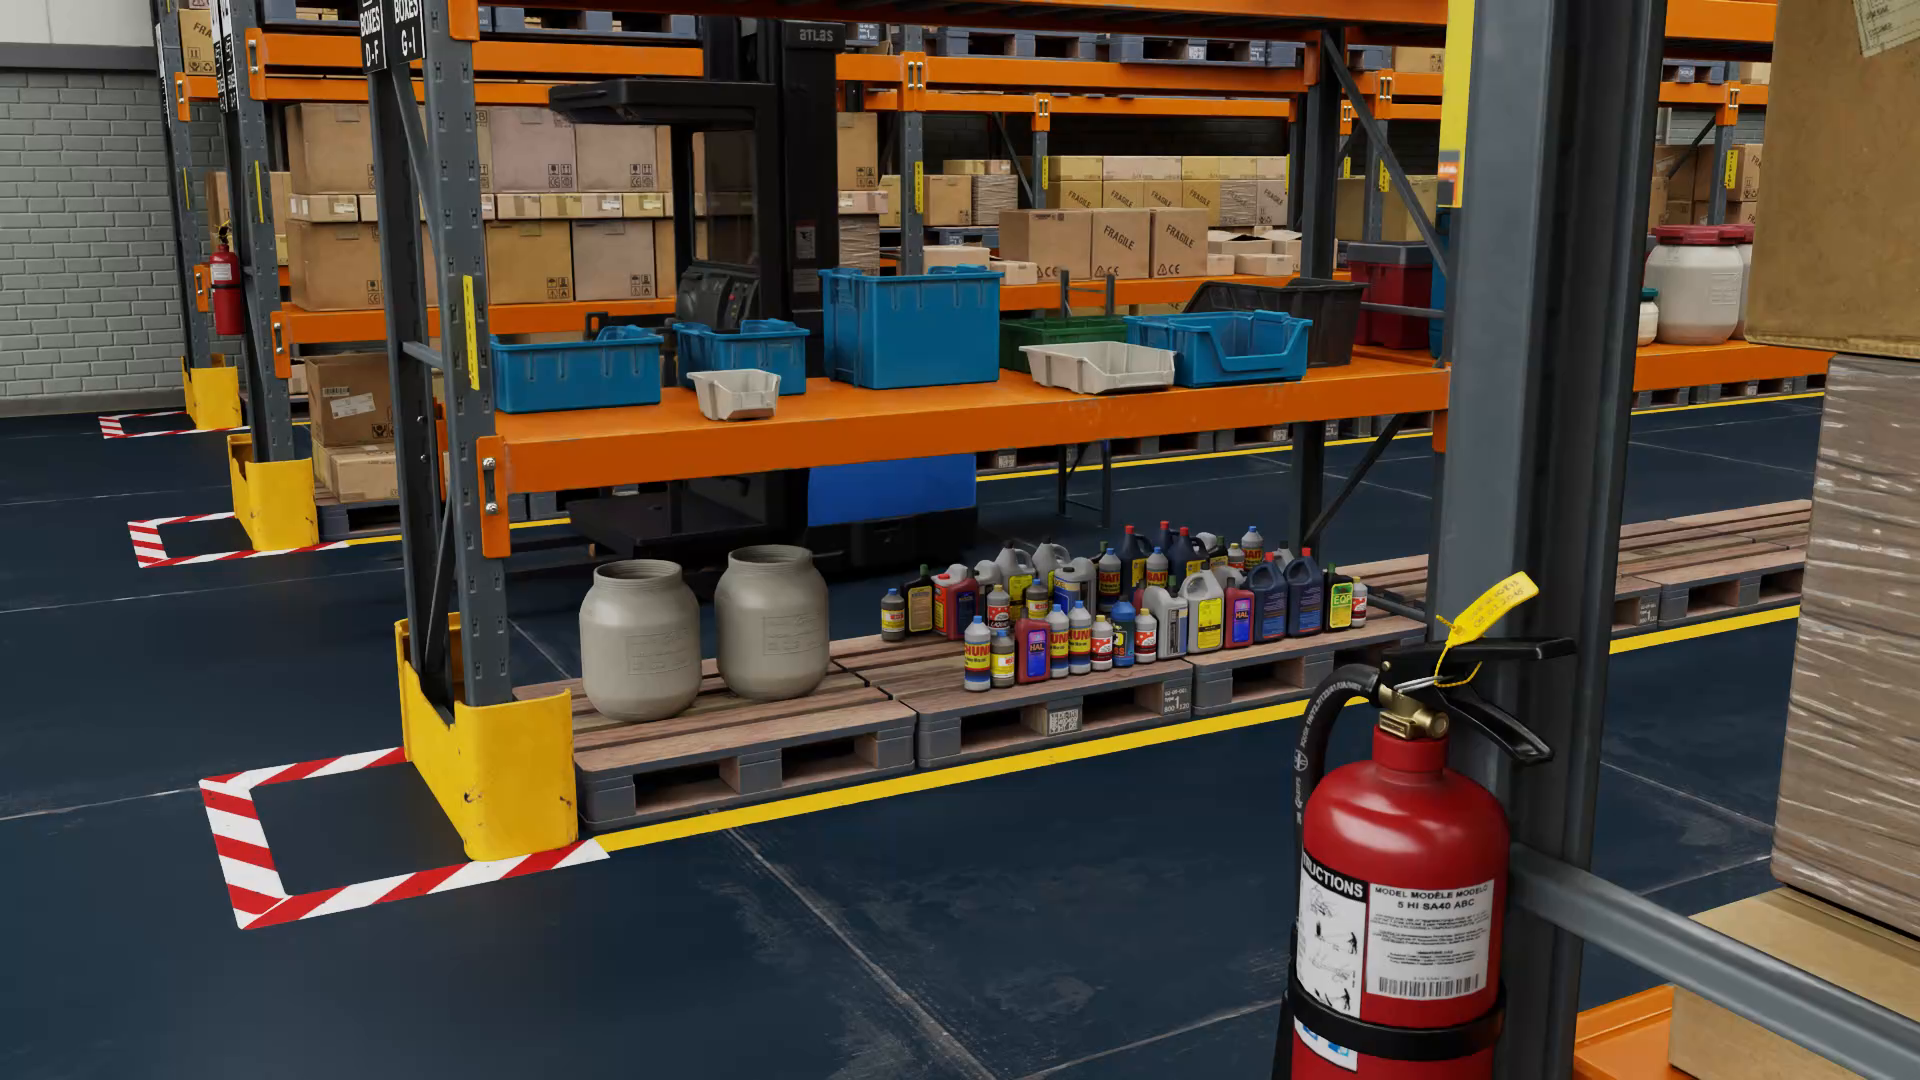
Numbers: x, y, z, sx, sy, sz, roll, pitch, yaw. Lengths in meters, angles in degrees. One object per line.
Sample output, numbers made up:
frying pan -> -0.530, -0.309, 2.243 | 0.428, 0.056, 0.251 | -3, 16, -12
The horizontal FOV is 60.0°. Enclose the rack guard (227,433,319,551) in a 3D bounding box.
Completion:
rack guard -> -4.067, -0.305, 9.826 | 0.348, 0.500, 1.175 | -7, 14, -28

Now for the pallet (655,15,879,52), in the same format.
pallet -> -1.271, -3.273, 10.692 | 1.213, 0.211, 1.003 | -7, 14, -28

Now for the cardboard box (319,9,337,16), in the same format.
cardboard box -> -5.059, -4.584, 13.763 | 0.500, 0.500, 0.500 | -6, 14, -26

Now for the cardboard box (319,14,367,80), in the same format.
cardboard box -> -5.067, -4.095, 13.869 | 0.500, 0.500, 0.500 | -6, 14, -25

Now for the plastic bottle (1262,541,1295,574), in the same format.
plastic bottle -> 1.339, 0.180, 7.007 | 0.185, 0.351, 0.144 | -7, 14, -28

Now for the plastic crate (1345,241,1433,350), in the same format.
plastic crate -> 2.113, -1.134, 7.670 | 0.583, 0.464, 0.402 | -7, 14, -28

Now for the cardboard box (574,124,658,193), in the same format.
cardboard box -> -2.243, -2.423, 10.362 | 0.500, 0.500, 0.700 | -7, 14, -28

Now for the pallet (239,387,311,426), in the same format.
pallet -> -5.626, -1.207, 14.494 | 1.213, 0.211, 1.003 | -7, 14, -28

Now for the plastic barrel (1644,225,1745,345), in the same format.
plastic barrel -> 3.424, -1.195, 7.776 | 0.433, 0.535, 0.433 | 0, 13, 0

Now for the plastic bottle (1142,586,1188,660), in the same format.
plastic bottle -> 0.811, 0.315, 6.579 | 0.135, 0.276, 0.152 | -7, 14, -27

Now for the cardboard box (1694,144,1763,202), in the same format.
cardboard box -> 7.035, -3.321, 15.031 | 0.500, 0.500, 0.500 | -6, 14, -26

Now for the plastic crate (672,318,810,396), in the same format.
plastic crate -> -0.807, -0.677, 6.124 | 0.408, 0.251, 0.499 | -7, 14, -28

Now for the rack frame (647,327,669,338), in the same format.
rack frame -> -2.912, -2.902, 15.673 | 0.127, 3.000, 1.000 | -7, 14, -28

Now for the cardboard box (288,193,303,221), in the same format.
cardboard box -> -3.802, -1.969, 9.822 | 0.250, 0.149, 0.380 | -7, 15, -29

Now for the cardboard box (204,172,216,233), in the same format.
cardboard box -> -6.111, -2.874, 14.137 | 0.500, 0.500, 0.500 | -7, 14, -28

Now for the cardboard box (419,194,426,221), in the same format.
cardboard box -> -3.148, -1.946, 9.720 | 0.250, 0.149, 0.380 | -7, 14, -28

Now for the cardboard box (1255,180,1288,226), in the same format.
cardboard box -> 3.383, -3.795, 18.688 | 0.500, 0.500, 0.500 | -7, 14, -27

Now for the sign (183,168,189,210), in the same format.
sign -> -6.163, -2.799, 13.243 | 0.005, 0.325, 0.100 | -7, 14, -28

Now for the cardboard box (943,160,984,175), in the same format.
cardboard box -> 0.035, -3.824, 17.062 | 0.250, 0.149, 0.380 | -10, 16, -37

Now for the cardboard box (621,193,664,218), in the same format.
cardboard box -> -2.018, -2.081, 10.321 | 0.250, 0.149, 0.380 | -6, 14, -26

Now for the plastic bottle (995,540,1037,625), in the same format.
plastic bottle -> 0.226, 0.174, 7.036 | 0.185, 0.351, 0.144 | -6, 14, -26

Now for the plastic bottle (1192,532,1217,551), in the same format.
plastic bottle -> 1.075, 0.110, 7.492 | 0.135, 0.276, 0.152 | -6, 14, -26

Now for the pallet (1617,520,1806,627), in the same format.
pallet -> 3.578, 0.148, 8.470 | 1.213, 0.211, 1.003 | -7, 14, -28

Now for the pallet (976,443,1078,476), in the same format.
pallet -> 0.093, -0.672, 12.116 | 1.213, 0.211, 1.003 | -7, 14, -28

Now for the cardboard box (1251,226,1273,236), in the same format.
cardboard box -> 3.286, -3.452, 18.643 | 0.250, 0.149, 0.380 | -7, 14, -28

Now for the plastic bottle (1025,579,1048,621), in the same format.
plastic bottle -> 0.322, 0.265, 6.969 | 0.097, 0.201, 0.097 | 0, 13, 0

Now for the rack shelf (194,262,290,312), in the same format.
rack shelf -> -4.667, -2.341, 14.817 | 4.000, 0.370, 1.077 | -7, 14, -28

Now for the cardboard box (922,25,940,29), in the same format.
cardboard box -> 0.010, -3.606, 11.353 | 0.500, 0.250, 0.500 | -5, 14, -22

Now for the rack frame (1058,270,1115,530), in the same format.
rack frame -> 0.748, -0.838, 9.918 | 0.032, 1.500, 0.500 | -8, 15, -31

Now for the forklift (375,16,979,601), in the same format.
forklift -> -1.424, -1.238, 8.436 | 3.031, 2.935, 1.130 | -8, 15, -31

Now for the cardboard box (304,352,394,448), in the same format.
cardboard box -> -3.718, -0.870, 10.241 | 0.500, 0.500, 0.500 | -7, 14, -28

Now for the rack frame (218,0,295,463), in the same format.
rack frame -> -4.046, -1.527, 9.562 | 0.127, 3.000, 1.000 | -7, 14, -28

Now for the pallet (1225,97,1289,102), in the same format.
pallet -> 3.329, -5.008, 18.633 | 1.217, 0.209, 0.805 | -8, 15, -30

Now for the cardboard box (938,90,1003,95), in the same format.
cardboard box -> 0.096, -4.625, 16.653 | 0.500, 0.311, 0.500 | -7, 14, -28

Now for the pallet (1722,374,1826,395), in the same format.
pallet -> 8.162, -1.630, 16.373 | 1.213, 0.211, 1.003 | -7, 14, -28

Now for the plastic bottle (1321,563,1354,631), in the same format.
plastic bottle -> 1.571, 0.232, 6.931 | 0.133, 0.283, 0.061 | -6, 14, -25

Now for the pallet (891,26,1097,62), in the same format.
pallet -> 0.233, -3.413, 11.547 | 1.217, 0.209, 0.805 | -8, 15, -30

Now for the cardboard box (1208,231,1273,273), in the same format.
cardboard box -> 2.098, -2.268, 13.060 | 0.500, 0.311, 0.500 | -7, 14, -29

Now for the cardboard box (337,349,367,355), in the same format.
cardboard box -> -5.272, -1.500, 14.562 | 0.500, 0.311, 0.500 | -6, 14, -23

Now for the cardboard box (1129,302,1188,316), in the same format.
cardboard box -> 2.079, -2.622, 18.368 | 0.750, 0.750, 0.750 | -7, 14, -28

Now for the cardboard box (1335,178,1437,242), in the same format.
cardboard box -> 3.475, -2.710, 13.636 | 0.700, 0.500, 0.500 | 11, 17, 41

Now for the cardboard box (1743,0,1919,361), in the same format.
cardboard box -> 1.062, -0.405, 1.393 | 0.500, 0.500, 0.500 | -7, 14, -28

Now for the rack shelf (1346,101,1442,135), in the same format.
rack shelf -> 5.865, -5.067, 20.097 | 4.000, 0.370, 1.077 | -7, 14, -28

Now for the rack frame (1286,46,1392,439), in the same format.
rack frame -> 2.976, -2.369, 13.302 | 0.127, 3.000, 1.000 | -7, 14, -28

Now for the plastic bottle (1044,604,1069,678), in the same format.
plastic bottle -> 0.366, 0.378, 6.311 | 0.097, 0.271, 0.097 | 0, 13, 0

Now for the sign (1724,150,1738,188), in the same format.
sign -> 6.756, -3.248, 14.571 | 0.005, 0.325, 0.100 | -7, 14, -28

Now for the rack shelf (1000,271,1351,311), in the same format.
rack shelf -> 1.220, -1.807, 12.446 | 4.000, 0.370, 1.077 | -7, 14, -28

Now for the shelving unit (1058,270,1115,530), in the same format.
shelving unit -> 0.315, -0.780, 9.658 | 1.048, 1.500, 0.538 | -8, 15, -31

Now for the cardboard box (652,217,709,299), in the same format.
cardboard box -> -1.824, -1.840, 10.725 | 0.500, 0.500, 0.700 | -7, 14, -27

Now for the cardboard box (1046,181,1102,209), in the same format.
cardboard box -> 1.148, -3.528, 17.504 | 0.500, 0.500, 0.500 | -6, 14, -26

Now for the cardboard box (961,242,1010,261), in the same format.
cardboard box -> 0.149, -2.010, 12.015 | 0.258, 0.266, 0.396 | -7, 15, -29

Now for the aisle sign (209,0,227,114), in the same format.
aisle sign -> -4.244, -2.845, 9.498 | 0.004, 0.787, 0.394 | -7, 14, -28

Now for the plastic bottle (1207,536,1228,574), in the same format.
plastic bottle -> 1.126, 0.127, 7.400 | 0.133, 0.283, 0.061 | -7, 14, -28
